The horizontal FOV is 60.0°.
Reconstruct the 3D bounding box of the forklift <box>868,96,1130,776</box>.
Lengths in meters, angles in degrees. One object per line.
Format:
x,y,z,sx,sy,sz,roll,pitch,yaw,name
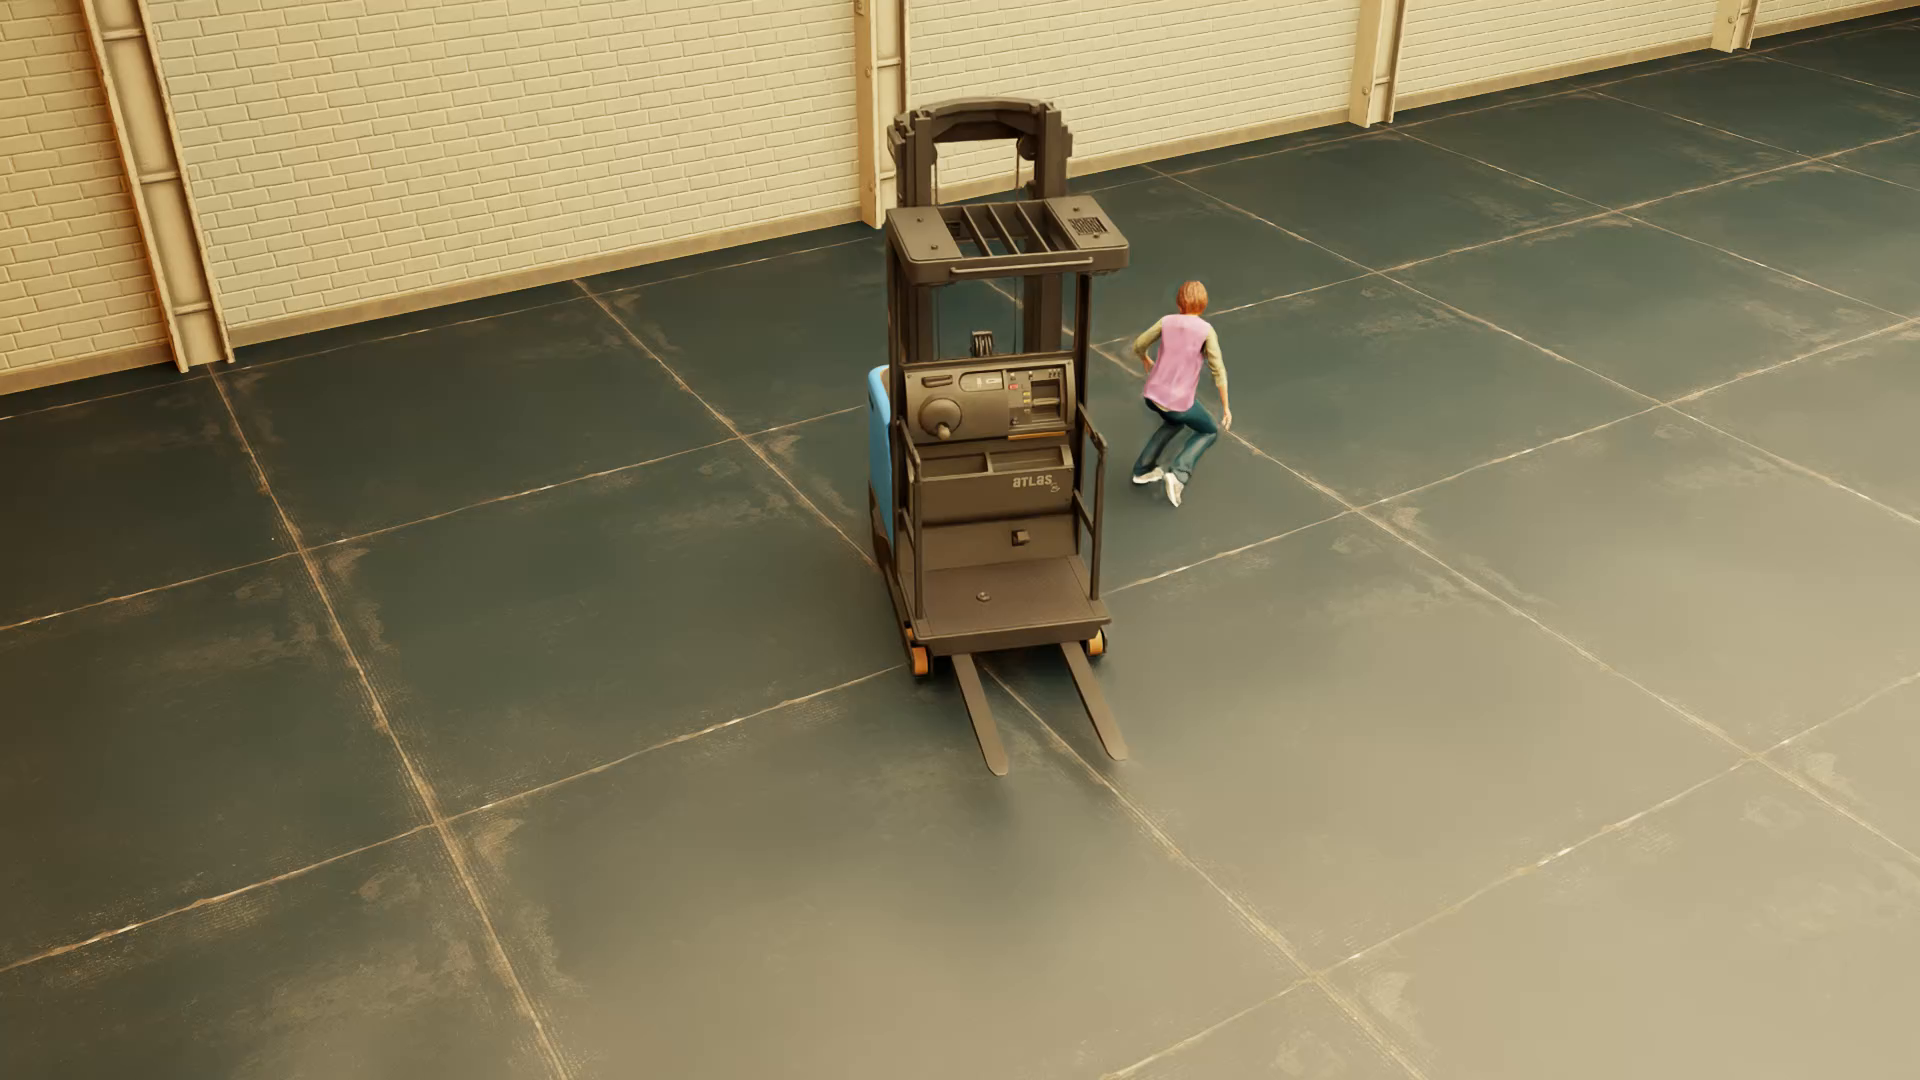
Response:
0.209,-0.709,8.832,1.130,2.935,3.031,-6,31,-10,forklift

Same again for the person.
1.424,-0.923,10.690,0.822,1.422,0.477,25,39,35,person
